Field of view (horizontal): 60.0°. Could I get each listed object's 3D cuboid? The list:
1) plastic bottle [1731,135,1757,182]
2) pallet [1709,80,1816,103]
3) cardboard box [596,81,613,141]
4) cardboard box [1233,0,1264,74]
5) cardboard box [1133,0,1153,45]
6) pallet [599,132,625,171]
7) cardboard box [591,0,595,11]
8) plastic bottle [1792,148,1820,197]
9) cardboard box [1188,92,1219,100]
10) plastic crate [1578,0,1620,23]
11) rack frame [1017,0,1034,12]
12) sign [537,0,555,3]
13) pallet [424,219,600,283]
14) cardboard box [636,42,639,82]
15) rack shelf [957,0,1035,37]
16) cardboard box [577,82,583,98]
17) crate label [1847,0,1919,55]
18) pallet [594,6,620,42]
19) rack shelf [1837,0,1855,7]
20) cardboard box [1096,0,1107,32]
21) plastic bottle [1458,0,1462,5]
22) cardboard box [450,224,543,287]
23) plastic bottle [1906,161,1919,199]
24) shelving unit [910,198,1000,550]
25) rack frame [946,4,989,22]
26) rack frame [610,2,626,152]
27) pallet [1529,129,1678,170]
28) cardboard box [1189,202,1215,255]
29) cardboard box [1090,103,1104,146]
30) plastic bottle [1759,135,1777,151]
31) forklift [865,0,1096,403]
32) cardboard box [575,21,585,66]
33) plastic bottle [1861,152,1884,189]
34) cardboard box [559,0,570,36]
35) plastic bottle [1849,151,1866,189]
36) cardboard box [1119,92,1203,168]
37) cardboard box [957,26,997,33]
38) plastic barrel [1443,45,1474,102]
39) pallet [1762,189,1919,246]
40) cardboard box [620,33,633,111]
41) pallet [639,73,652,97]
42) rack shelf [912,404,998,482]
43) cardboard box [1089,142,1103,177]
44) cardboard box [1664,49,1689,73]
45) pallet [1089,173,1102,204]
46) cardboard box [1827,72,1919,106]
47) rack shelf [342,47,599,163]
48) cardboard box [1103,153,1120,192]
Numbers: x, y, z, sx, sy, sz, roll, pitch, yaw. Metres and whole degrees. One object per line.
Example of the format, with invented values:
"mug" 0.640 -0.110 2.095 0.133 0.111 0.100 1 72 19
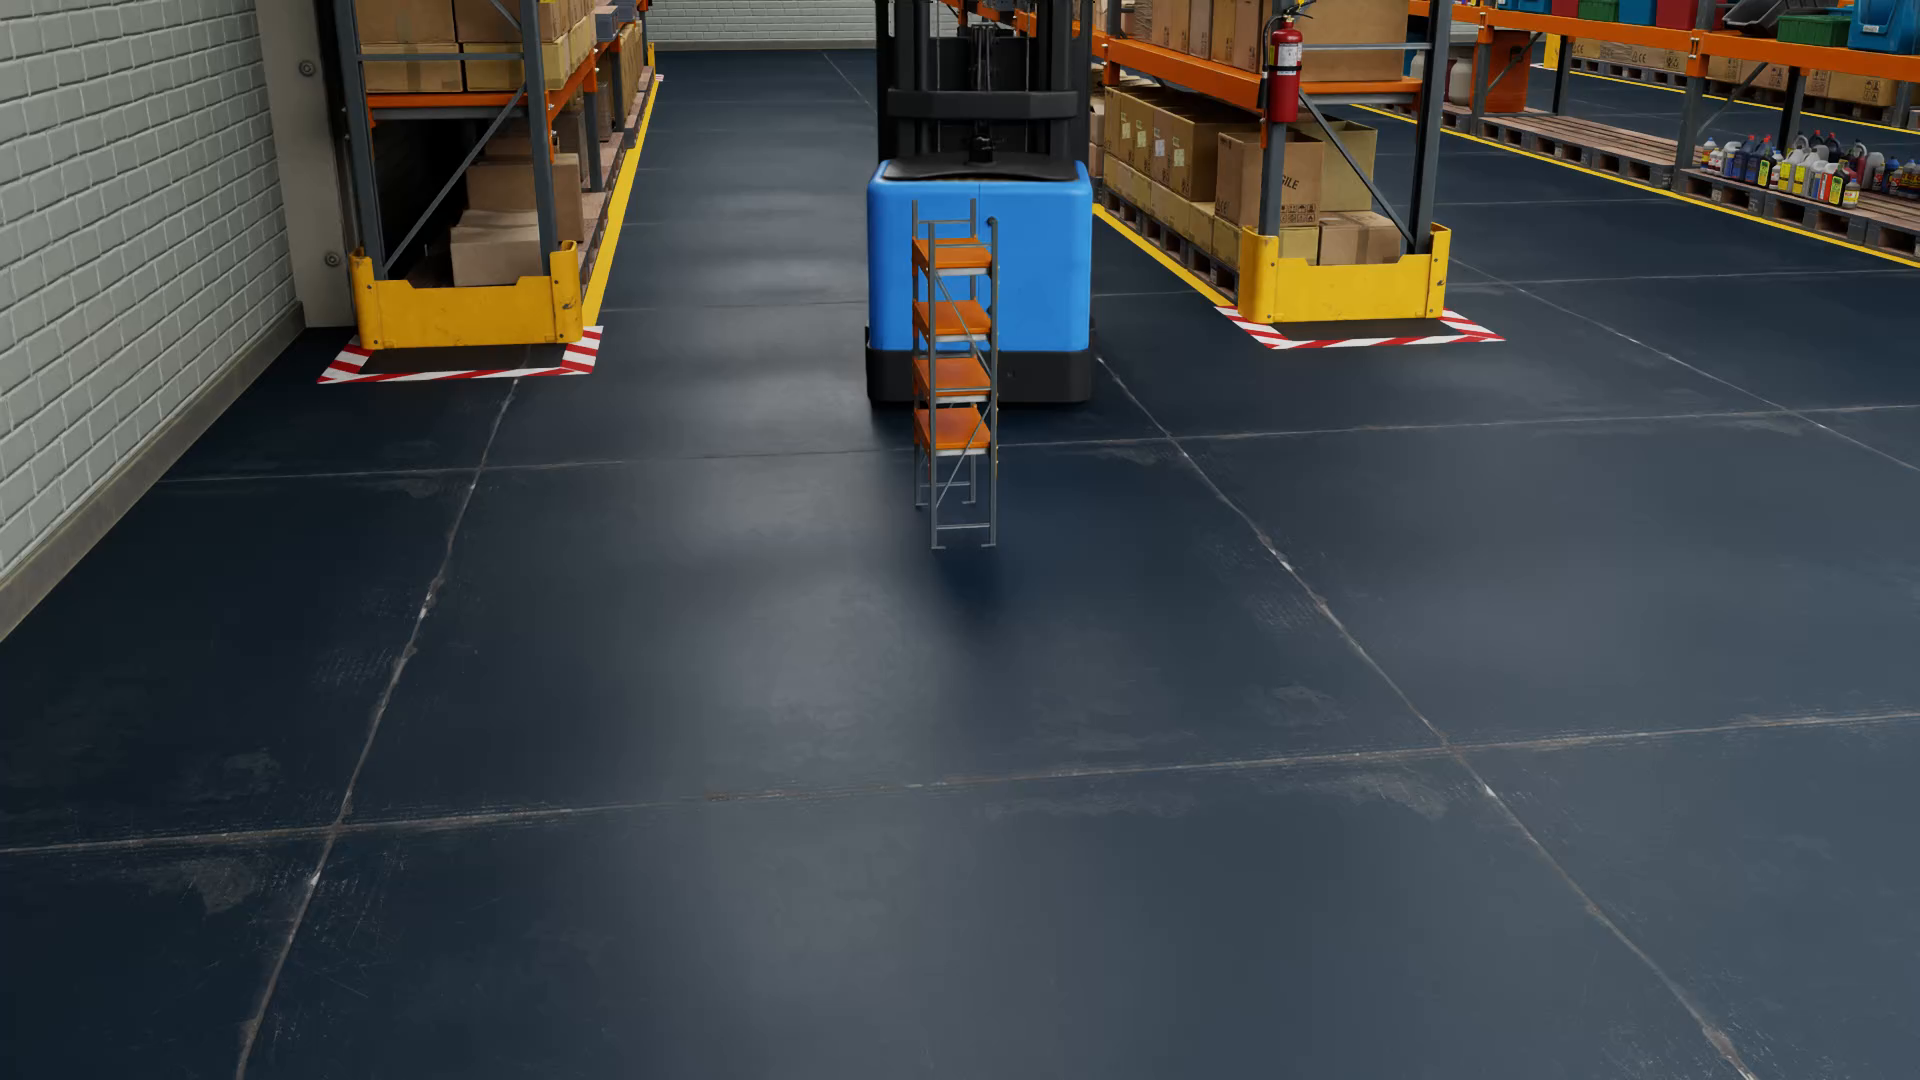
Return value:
"plastic bottle" 6.258 -3.040 13.226 0.144 0.351 0.185 -2 21 -6
"pallet" 10.486 -5.826 21.512 1.003 0.211 1.213 -3 21 -8
"cardboard box" -3.673 -4.049 15.714 0.700 0.500 0.500 -3 21 -7
"cardboard box" 2.091 -3.133 10.174 0.700 0.500 0.500 -2 21 -6
"cardboard box" 1.720 -4.020 12.551 0.700 0.500 0.500 -3 21 -9
"pallet" -3.717 -3.684 15.778 1.003 0.211 1.213 -3 21 -8
"cardboard box" -2.878 -4.018 11.801 0.500 0.500 0.500 -3 21 -8
"plastic bottle" 6.373 -2.763 12.485 0.144 0.351 0.185 -2 21 -6
"cardboard box" 1.993 -3.064 12.390 0.500 0.500 0.500 -3 21 -8
"plastic crate" 6.022 -4.865 15.258 0.450 0.188 0.662 -3 21 -8
"rack frame" 1.073 -5.512 16.687 1.000 3.000 0.127 -3 21 -8
"sign" -2.138 -2.924 8.520 0.100 0.325 0.005 -3 21 -8
"pallet" -2.941 -1.915 11.043 1.003 0.211 1.213 -3 21 -8
"cardboard box" -4.480 -6.110 21.259 0.700 0.500 0.500 -3 21 -8
"rack shelf" 0.785 -5.867 18.667 1.077 0.370 4.000 -3 21 -8
"cardboard box" -3.574 -4.022 14.570 0.500 0.250 0.500 -3 21 -8
"crate label" 6.596 -3.631 11.600 0.502 0.435 0.616 -3 21 -8
"pallet" -3.218 -4.058 13.068 1.003 0.211 1.213 -3 21 -8
"rack shelf" 10.588 -6.366 20.001 1.077 0.370 4.000 -3 21 -8
"cardboard box" 1.341 -4.359 13.792 0.396 0.266 0.258 -3 21 -9
"plastic bottle" 5.463 -5.907 18.028 0.097 0.201 0.097 0 20 0
"cardboard box" -2.686 -1.682 9.645 0.500 0.311 0.500 -5 21 -14
"plastic bottle" 7.126 -2.681 12.377 0.097 0.271 0.097 0 20 0
"shelving unit" -0.024 -0.619 6.160 0.258 1.200 0.503 -3 21 -8
"rack frame" -0.080 -8.282 24.103 1.000 3.000 0.127 -3 21 -8
"rack frame" -3.828 -5.261 16.014 1.000 3.000 0.127 -3 21 -8
"pallet" 6.221 -3.762 15.988 1.003 0.211 1.213 -3 21 -8
"cardboard box" 1.773 -1.994 10.597 0.500 0.250 0.500 -3 21 -8
"cardboard box" 1.308 -3.424 13.625 0.500 0.311 0.500 -3 21 -8
"plastic bottle" 6.400 -3.048 13.246 0.144 0.351 0.185 -3 21 -8
"forklift" 0.129 -2.476 8.657 1.130 2.935 3.031 1 20 2
"cardboard box" -2.658 -3.146 10.538 0.500 0.250 0.500 -3 21 -7
"plastic bottle" 7.024 -2.862 12.857 0.152 0.276 0.135 -3 21 -7
"cardboard box" -2.508 -3.133 9.432 0.500 0.500 0.500 -3 21 -8
"plastic bottle" 6.918 -2.860 12.841 0.061 0.283 0.133 -3 21 -8
"cardboard box" 1.487 -3.038 12.320 0.500 0.500 0.500 -3 21 -8
"cardboard box" 0.242 -7.141 23.992 0.500 0.500 0.500 -3 21 -8
"plastic barrel" 5.725 -5.387 19.199 0.600 0.588 0.708 -3 21 -8
"pallet" 6.787 -2.411 12.370 1.003 0.211 1.213 -3 21 -8
"cardboard box" -3.924 -5.015 17.829 0.750 0.750 0.750 -3 21 -8
"pallet" -4.616 -6.030 22.059 1.003 0.211 1.213 -3 21 -8
"rack shelf" -0.024 -0.370 6.253 0.258 0.148 0.480 -3 21 -8
"cardboard box" 1.303 -3.165 13.732 0.500 0.250 0.500 -3 21 -8
"cardboard box" 10.284 -6.829 22.650 0.875 0.875 0.875 -3 21 -8
"pallet" 1.505 -3.074 14.144 1.003 0.211 1.213 -3 21 -8
"cardboard box" 10.798 -5.452 18.962 1.225 0.875 0.875 -4 21 -10
"rack shelf" -2.963 -2.846 10.578 1.077 0.370 4.000 -3 21 -8
"cardboard box" 1.417 -2.860 12.915 0.500 0.250 0.500 -3 21 -8
